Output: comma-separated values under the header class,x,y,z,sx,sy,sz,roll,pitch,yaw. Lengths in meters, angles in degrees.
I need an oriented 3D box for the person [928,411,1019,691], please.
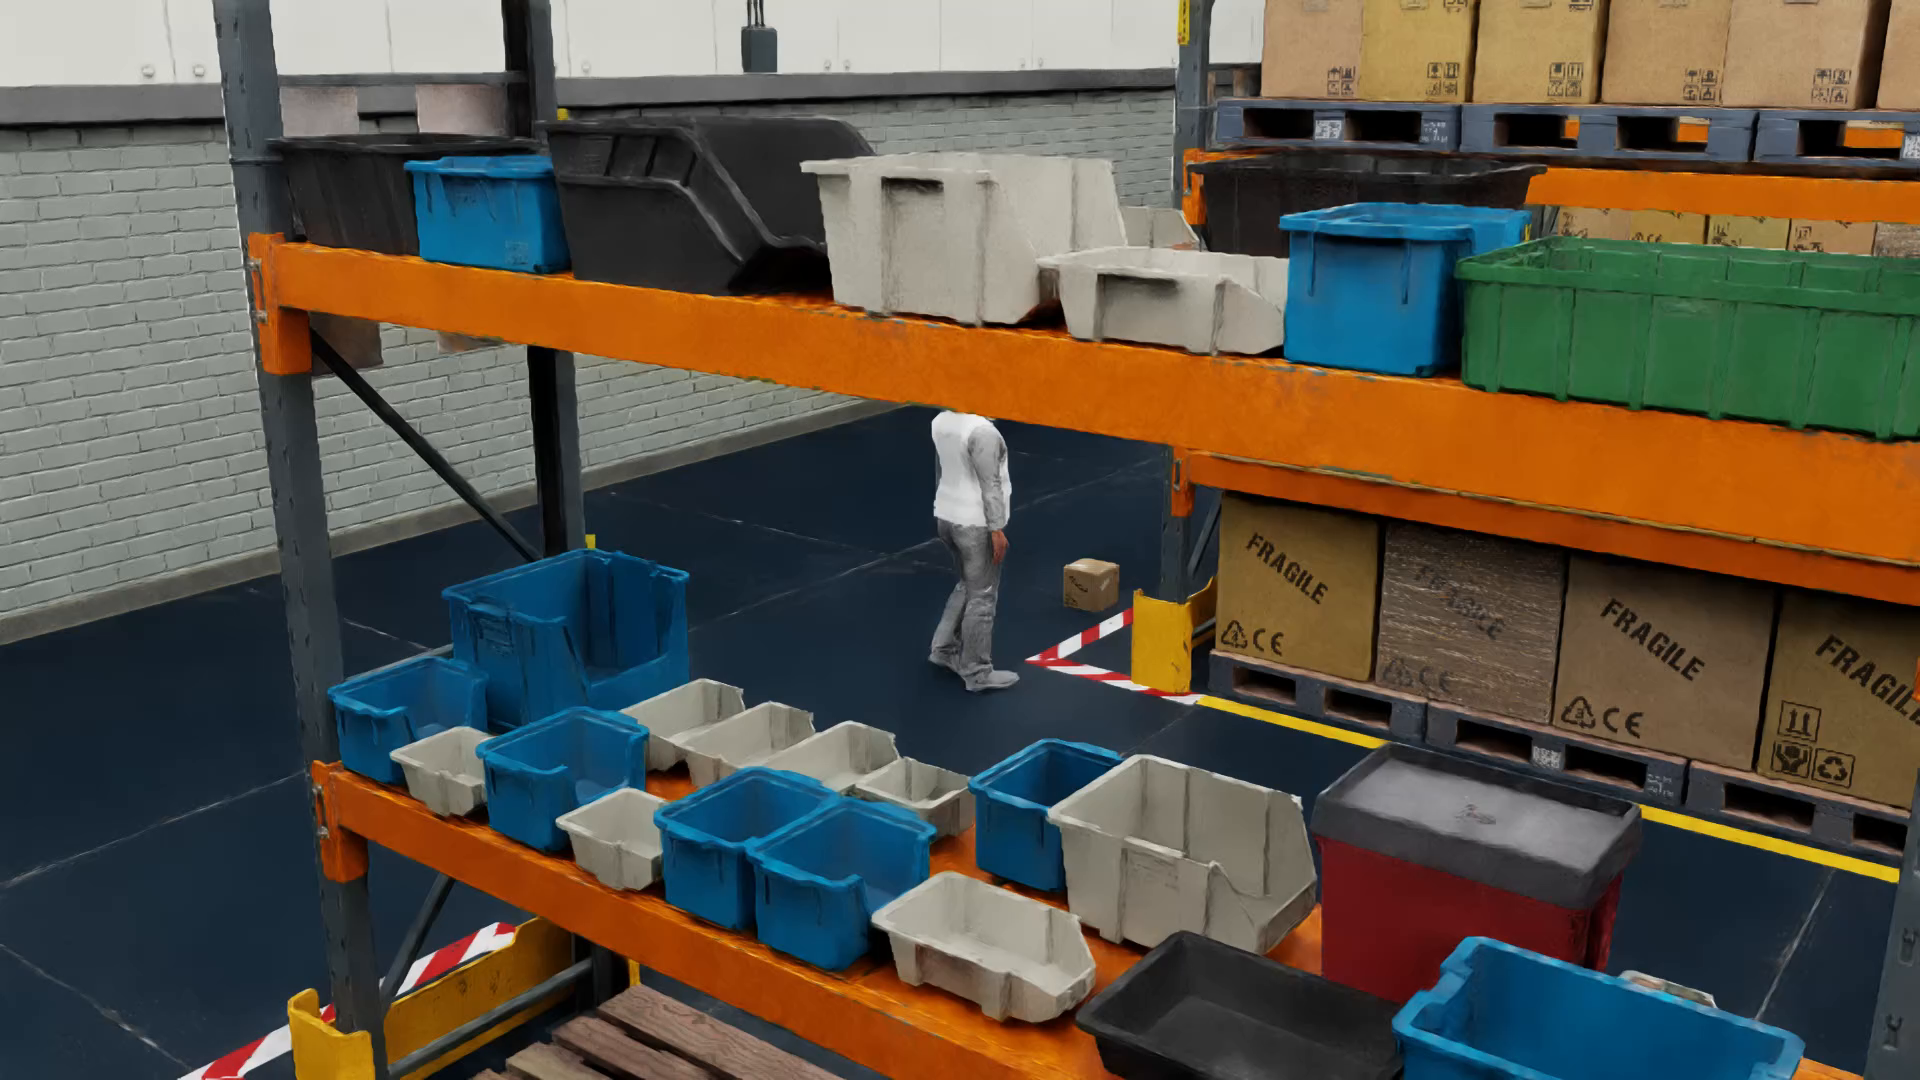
class,x,y,z,sx,sy,sz,roll,pitch,yaw
person,0.073,-0.080,8.789,0.365,1.804,0.565,-10,19,-30
